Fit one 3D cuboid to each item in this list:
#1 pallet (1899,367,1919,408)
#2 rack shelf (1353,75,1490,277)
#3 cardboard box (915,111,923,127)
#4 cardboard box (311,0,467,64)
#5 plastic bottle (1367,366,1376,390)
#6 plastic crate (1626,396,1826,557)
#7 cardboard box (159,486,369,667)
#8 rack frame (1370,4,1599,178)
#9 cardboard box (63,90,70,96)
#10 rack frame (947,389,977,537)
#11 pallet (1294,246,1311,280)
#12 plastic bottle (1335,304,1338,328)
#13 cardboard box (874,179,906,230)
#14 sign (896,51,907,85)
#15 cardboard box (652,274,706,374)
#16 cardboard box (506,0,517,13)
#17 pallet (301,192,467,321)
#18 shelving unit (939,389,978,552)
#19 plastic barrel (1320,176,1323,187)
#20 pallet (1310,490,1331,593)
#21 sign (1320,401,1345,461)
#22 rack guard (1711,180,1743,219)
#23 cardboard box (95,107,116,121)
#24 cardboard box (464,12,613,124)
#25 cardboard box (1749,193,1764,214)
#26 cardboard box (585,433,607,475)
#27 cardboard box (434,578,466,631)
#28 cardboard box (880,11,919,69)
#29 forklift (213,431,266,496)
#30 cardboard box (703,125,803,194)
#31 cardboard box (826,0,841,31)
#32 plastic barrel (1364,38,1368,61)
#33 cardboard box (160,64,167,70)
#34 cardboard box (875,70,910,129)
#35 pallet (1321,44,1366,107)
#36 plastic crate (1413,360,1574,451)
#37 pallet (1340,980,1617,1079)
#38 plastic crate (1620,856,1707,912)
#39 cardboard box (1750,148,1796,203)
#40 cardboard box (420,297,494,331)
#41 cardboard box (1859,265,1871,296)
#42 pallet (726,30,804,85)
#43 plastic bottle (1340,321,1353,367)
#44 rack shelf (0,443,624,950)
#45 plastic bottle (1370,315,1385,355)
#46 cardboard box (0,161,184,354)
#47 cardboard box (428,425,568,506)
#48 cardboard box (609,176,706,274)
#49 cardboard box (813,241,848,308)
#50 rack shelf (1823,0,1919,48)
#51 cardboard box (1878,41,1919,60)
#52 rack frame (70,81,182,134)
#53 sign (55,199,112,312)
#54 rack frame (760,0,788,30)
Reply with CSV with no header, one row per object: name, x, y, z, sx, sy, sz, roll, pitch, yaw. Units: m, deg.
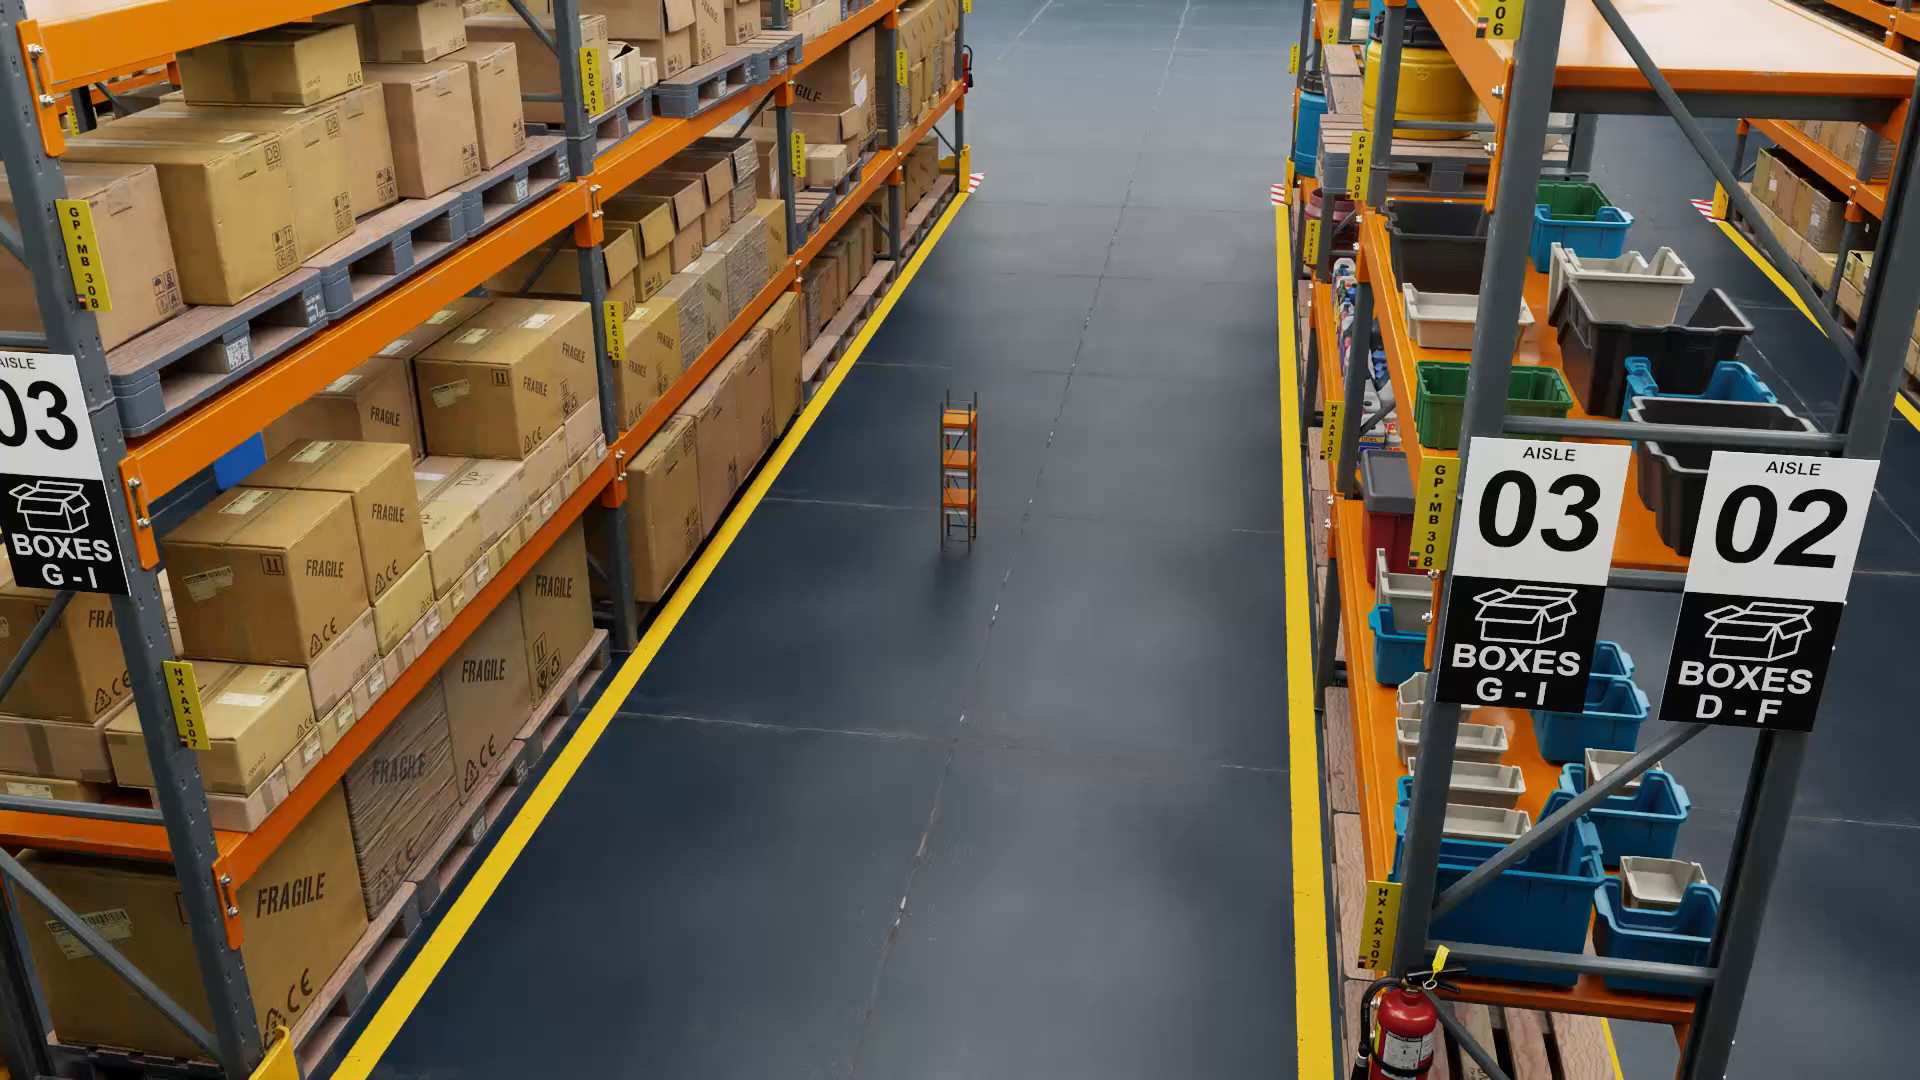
pallet,8.381,-1.315,13.811,1.003,0.211,1.213,4,25,9
rack shelf,2.793,-2.269,9.869,1.077,0.370,4.000,4,25,9
cardboard box,-0.601,-4.461,17.538,0.380,0.149,0.250,4,25,9
cardboard box,-2.580,-2.329,7.533,0.500,0.250,0.500,2,25,5
plastic bottle,2.324,-0.862,9.611,0.144,0.351,0.185,4,25,9
plastic crate,2.150,-0.168,4.686,0.497,0.269,0.590,4,25,9
cardboard box,-2.647,0.133,6.370,0.500,0.500,0.500,3,25,7
rack frame,2.466,-3.117,7.293,1.000,3.000,0.127,4,25,9
cardboard box,-10.431,-5.208,19.135,0.380,0.149,0.250,4,25,8
rack frame,0.011,-0.504,11.089,0.200,1.050,0.008,4,25,9
pallet,3.924,-2.760,16.898,1.003,0.211,1.213,4,25,9
plastic bottle,2.587,-1.528,11.210,0.097,0.201,0.097,0,25,0
cardboard box,-0.922,-3.551,17.752,0.500,0.500,0.500,13,28,25
sign,-0.565,-4.576,16.122,0.100,0.325,0.005,4,25,9
cardboard box,-1.935,-1.383,10.548,0.500,0.500,0.500,3,25,7
cardboard box,-5.659,-6.091,19.273,0.875,0.550,0.550,4,25,9
pallet,-2.766,-1.211,6.865,1.003,0.211,1.213,4,25,9
shelving unit,-0.009,-0.453,10.980,0.215,1.050,0.252,4,25,9
plastic barrel,3.210,-2.934,13.820,0.433,0.535,0.433,0,25,0
pallet,2.830,0.032,10.933,1.003,0.211,1.213,4,25,9
sign,1.924,-0.564,8.590,0.100,0.325,0.005,4,25,9
rack guard,9.317,-3.952,19.102,1.175,0.500,0.348,4,25,9
cardboard box,-10.281,-4.950,20.151,0.500,0.500,0.500,3,25,7
cardboard box,-2.335,-2.580,9.072,0.700,0.500,0.500,5,25,10
cardboard box,8.928,-3.600,18.151,0.500,0.250,0.500,4,25,9
cardboard box,-2.147,-0.479,9.031,0.380,0.149,0.250,4,25,9
cardboard box,-2.440,0.275,7.420,0.380,0.149,0.250,3,25,7
cardboard box,-0.708,-5.101,16.962,0.500,0.500,0.500,4,25,9
forklift,-4.327,-1.985,12.034,1.130,2.935,3.031,4,25,8
cardboard box,-1.725,-3.120,13.764,0.700,0.500,0.500,8,26,16
cardboard box,-1.280,-4.316,13.570,0.500,0.250,0.500,5,25,10
plastic barrel,2.720,-3.124,10.535,0.294,0.245,0.294,0,25,0
cardboard box,-10.081,-5.944,20.706,0.380,0.149,0.250,4,25,8
cardboard box,-0.978,-4.452,16.755,0.875,0.500,0.500,4,25,9
pallet,2.898,-3.032,10.874,1.003,0.211,1.213,4,25,9
plastic crate,1.692,-0.421,5.324,0.450,0.188,0.336,4,25,9
pallet,1.985,2.194,6.313,1.003,0.211,1.213,4,25,9
plastic crate,2.312,1.157,5.481,0.250,0.136,0.298,4,25,9
cardboard box,8.926,-3.940,17.993,0.500,0.500,0.500,4,25,9
cardboard box,-2.751,-0.967,8.718,0.500,0.500,0.500,4,25,9
cardboard box,8.259,-2.235,14.573,0.500,0.311,0.500,4,25,8
pallet,-1.819,-3.416,11.693,1.213,0.211,1.003,5,26,11
plastic bottle,2.474,-1.245,10.430,0.144,0.351,0.185,4,25,9
rack shelf,-2.747,0.420,7.664,1.077,0.370,4.000,4,25,9
plastic bottle,2.646,-1.291,10.527,0.144,0.351,0.185,4,25,9
cardboard box,-3.042,-0.930,5.430,0.700,0.500,0.500,3,25,5
cardboard box,-2.316,-0.390,8.371,0.500,0.250,0.500,5,26,10
cardboard box,-2.114,-2.057,10.806,0.797,0.503,0.637,5,26,10
cardboard box,-1.422,-2.468,15.414,0.700,0.500,0.500,2,25,4
rack shelf,8.987,-5.270,16.281,1.077,0.370,4.000,4,25,9
cardboard box,8.726,-4.220,15.078,0.700,0.500,0.500,4,25,9
rack frame,-6.643,-2.802,13.697,1.000,3.000,0.127,4,25,9
sign,-2.527,-0.819,4.799,0.100,0.325,0.005,4,25,9
rack frame,-1.767,-5.133,11.601,1.000,3.000,0.127,4,25,9
